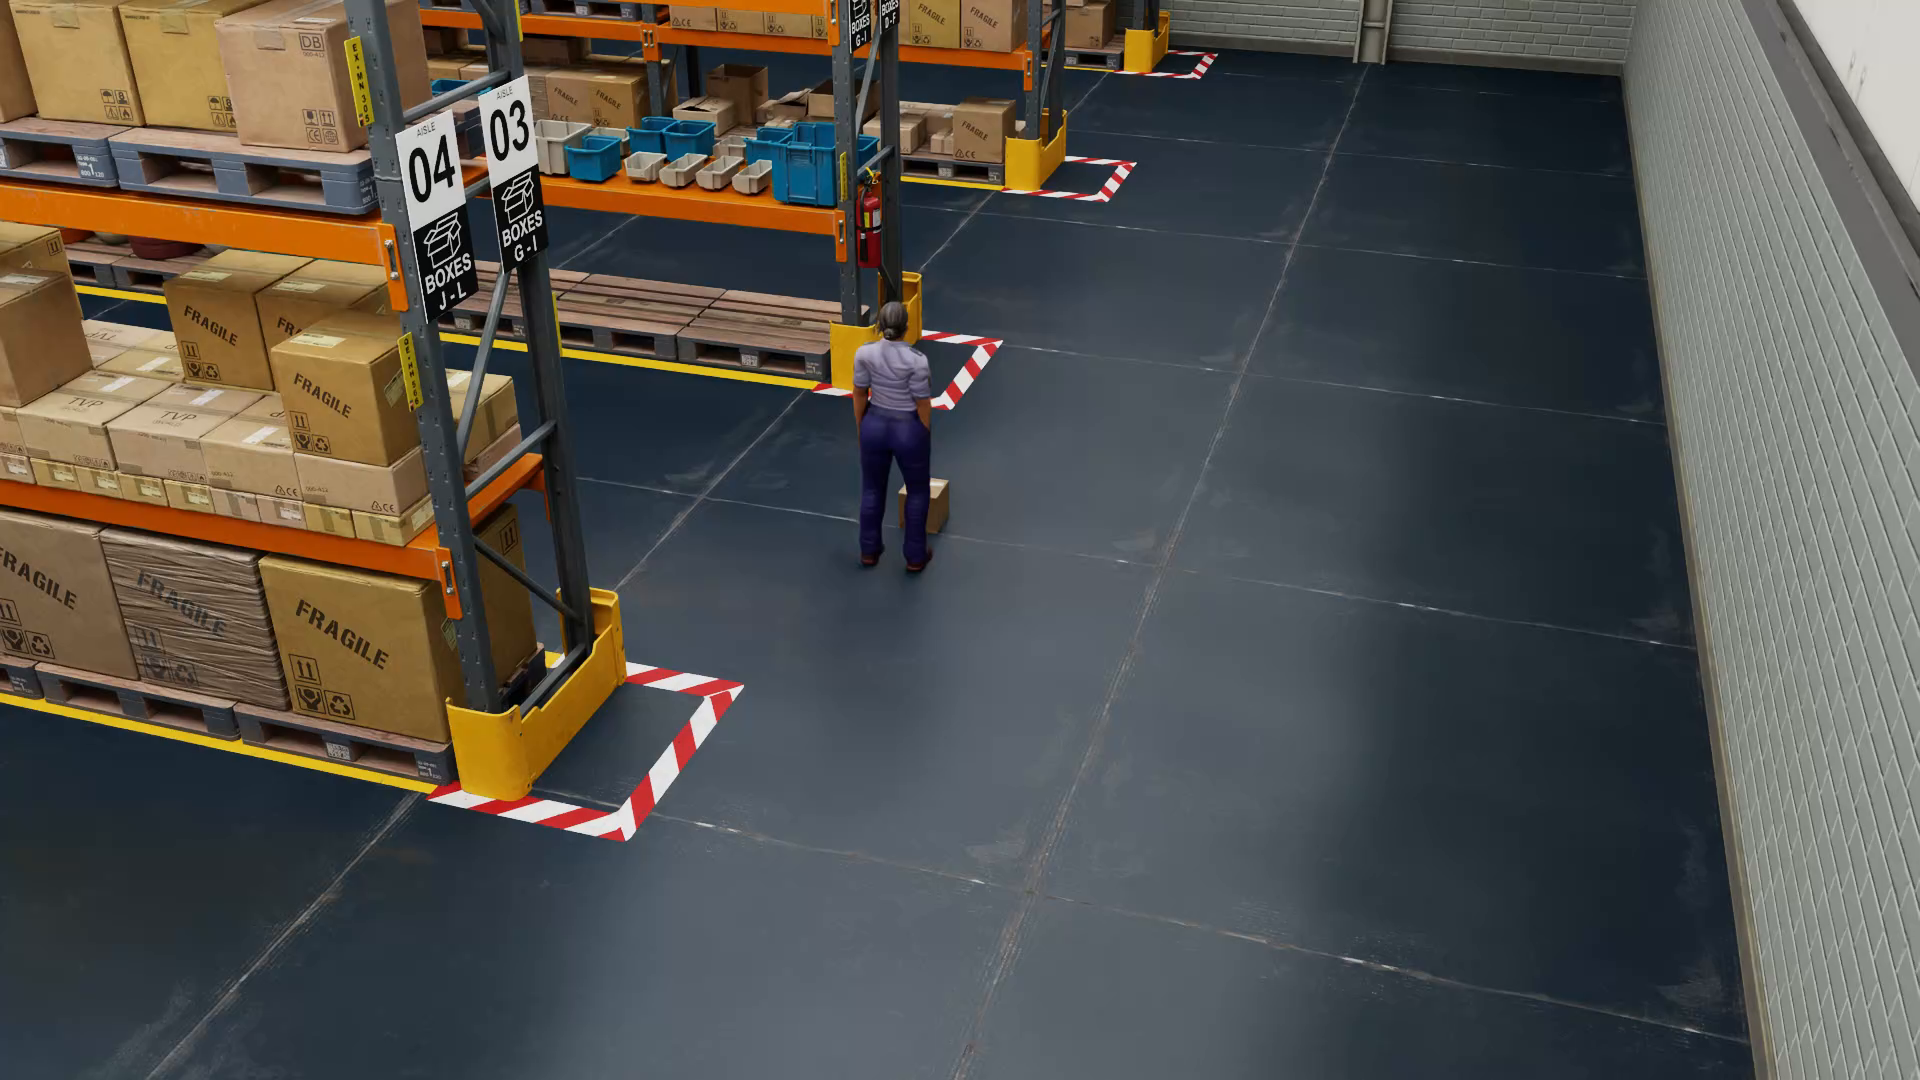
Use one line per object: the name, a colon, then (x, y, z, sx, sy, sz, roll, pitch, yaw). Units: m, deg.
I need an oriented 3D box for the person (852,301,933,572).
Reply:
person: (-0.376, -0.597, 9.602, 0.476, 1.642, 0.344, 9, 31, 16)
